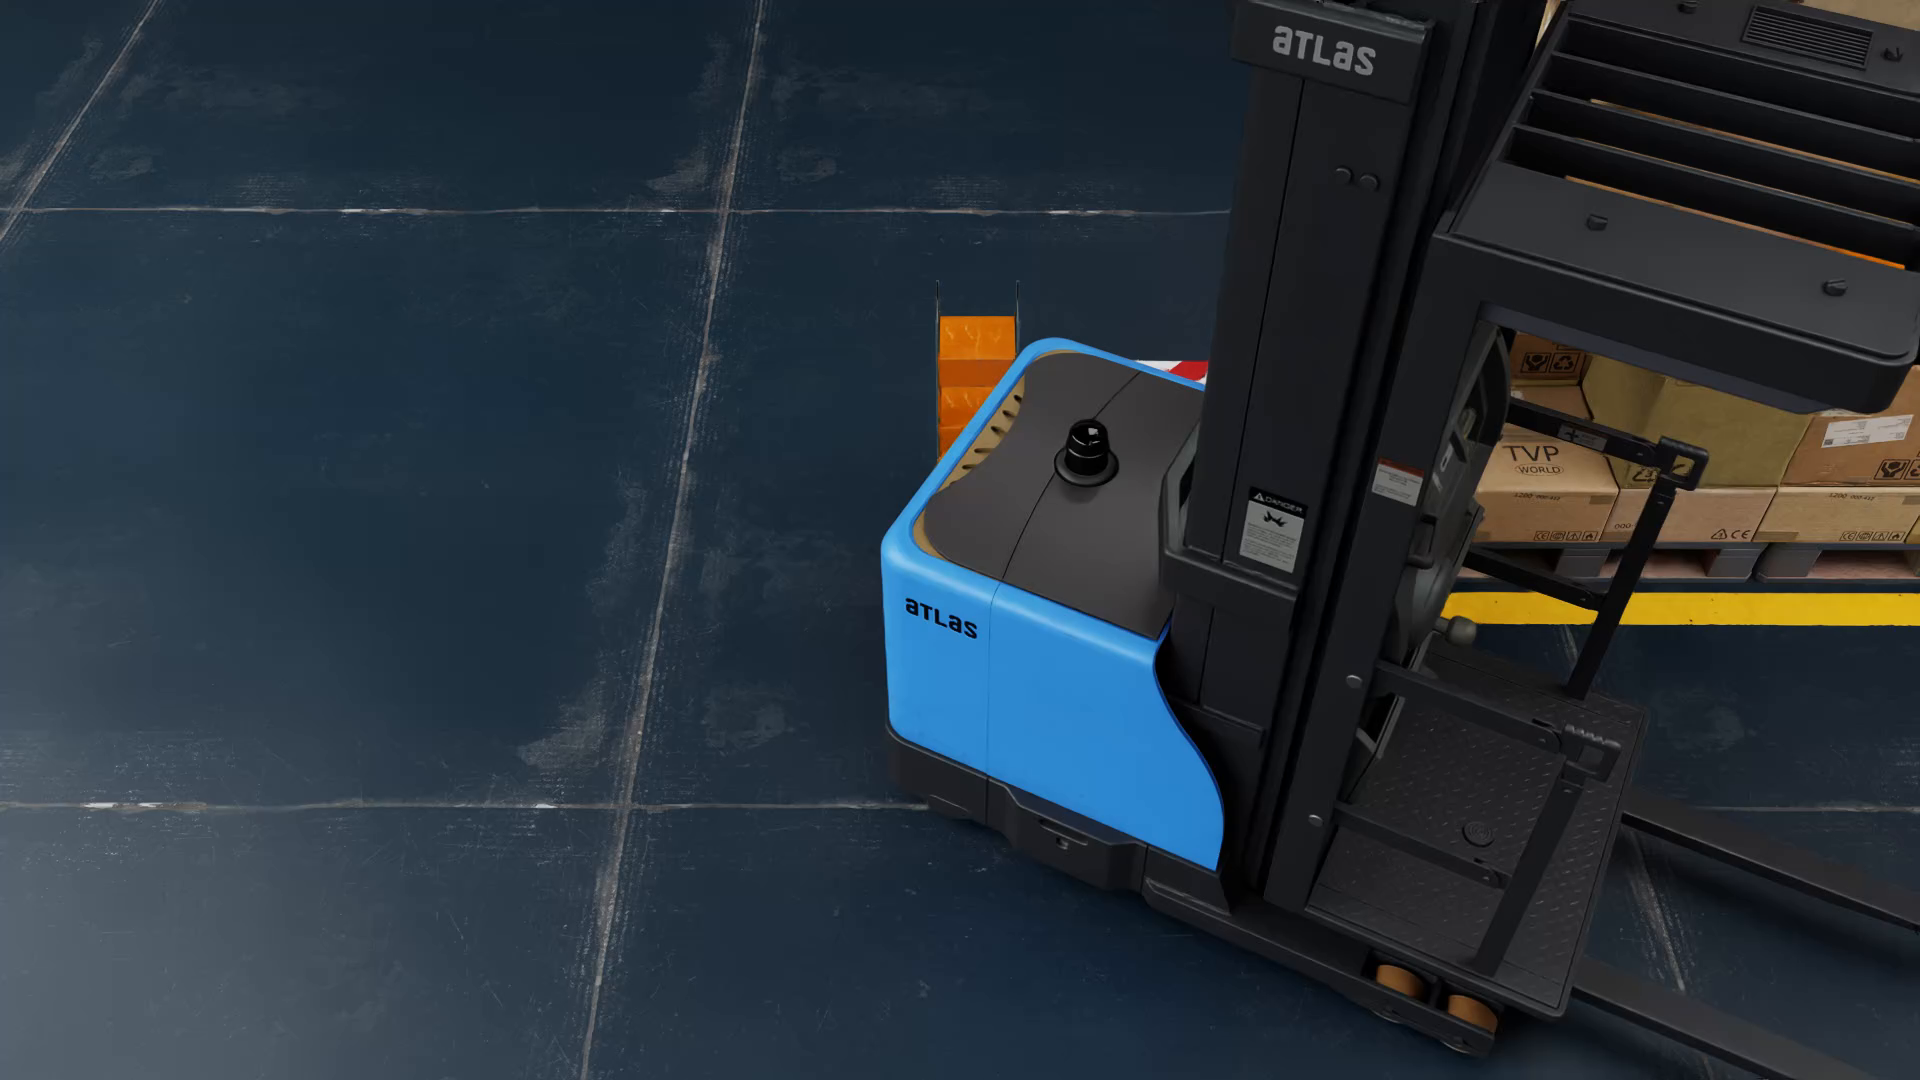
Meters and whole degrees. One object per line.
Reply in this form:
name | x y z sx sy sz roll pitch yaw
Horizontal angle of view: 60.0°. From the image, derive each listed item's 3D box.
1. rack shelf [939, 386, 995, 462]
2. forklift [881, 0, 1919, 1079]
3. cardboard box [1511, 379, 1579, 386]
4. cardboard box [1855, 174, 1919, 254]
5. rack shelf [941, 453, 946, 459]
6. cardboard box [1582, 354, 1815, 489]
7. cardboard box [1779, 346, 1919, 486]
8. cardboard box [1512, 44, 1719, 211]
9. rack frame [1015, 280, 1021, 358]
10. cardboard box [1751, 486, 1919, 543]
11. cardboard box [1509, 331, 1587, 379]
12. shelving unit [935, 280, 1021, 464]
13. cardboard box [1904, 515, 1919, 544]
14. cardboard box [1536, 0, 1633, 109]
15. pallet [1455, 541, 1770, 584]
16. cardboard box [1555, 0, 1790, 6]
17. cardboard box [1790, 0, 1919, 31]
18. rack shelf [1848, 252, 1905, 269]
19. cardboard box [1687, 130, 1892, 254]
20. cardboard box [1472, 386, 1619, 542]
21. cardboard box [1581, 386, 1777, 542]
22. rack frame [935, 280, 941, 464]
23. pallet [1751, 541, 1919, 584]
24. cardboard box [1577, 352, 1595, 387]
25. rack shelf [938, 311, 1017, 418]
rack shelf | 0.054 -0.350 5.373 0.240 0.259 0.215 0 47 0
forklift | 1.328 -0.071 3.814 3.031 2.935 1.130 21 50 18
cardboard box | 1.846 -0.635 5.884 0.500 0.250 0.500 0 47 0
cardboard box | 2.797 -1.234 4.781 0.500 0.500 0.700 0 47 0
rack shelf | 0.054 -0.161 5.577 0.240 0.259 0.215 0 47 0
cardboard box | 2.344 -0.512 5.256 0.500 0.500 0.500 0 47 0
cardboard box | 2.844 -0.520 5.264 0.500 0.500 0.500 0 47 0
cardboard box | 1.776 -1.237 4.784 0.500 0.500 0.700 0 47 0
rack frame | 0.176 -0.357 5.365 0.008 1.050 0.200 0 47 0
cardboard box | 2.844 -0.256 5.530 0.500 0.250 0.500 0 47 0
cardboard box | 1.846 -0.892 5.610 0.500 0.500 0.500 0 47 0
shelving unit | 0.054 -0.358 5.366 0.252 1.050 0.215 0 47 0
cardboard box | 3.344 -0.251 5.526 0.500 0.250 0.500 0 47 0
cardboard box | 1.700 -1.310 4.409 0.250 0.149 0.380 0 47 0
pallet | 2.074 -0.293 5.878 1.213 0.211 1.003 0 47 0
cardboard box | 1.828 -1.679 4.309 0.500 0.500 0.700 0 47 0
cardboard box | 2.354 -1.682 4.312 0.500 0.500 0.700 -1 47 -1
rack shelf | 3.309 -0.964 5.089 4.000 0.370 1.077 0 47 0
cardboard box | 2.301 -1.240 4.786 0.500 0.500 0.700 1 47 1
cardboard box | 1.844 -0.256 5.531 0.500 0.250 0.500 0 47 0
cardboard box | 2.344 -0.257 5.532 0.500 0.250 0.500 0 47 0
rack frame | -0.068 -0.358 5.366 0.008 1.050 0.200 0 47 0
pallet | 3.291 -0.287 5.873 1.213 0.211 1.003 0 47 0
cardboard box | 2.346 -0.643 5.890 0.500 0.250 0.500 0 47 0
rack shelf | 0.054 -0.544 5.166 0.240 0.259 0.215 0 47 0
